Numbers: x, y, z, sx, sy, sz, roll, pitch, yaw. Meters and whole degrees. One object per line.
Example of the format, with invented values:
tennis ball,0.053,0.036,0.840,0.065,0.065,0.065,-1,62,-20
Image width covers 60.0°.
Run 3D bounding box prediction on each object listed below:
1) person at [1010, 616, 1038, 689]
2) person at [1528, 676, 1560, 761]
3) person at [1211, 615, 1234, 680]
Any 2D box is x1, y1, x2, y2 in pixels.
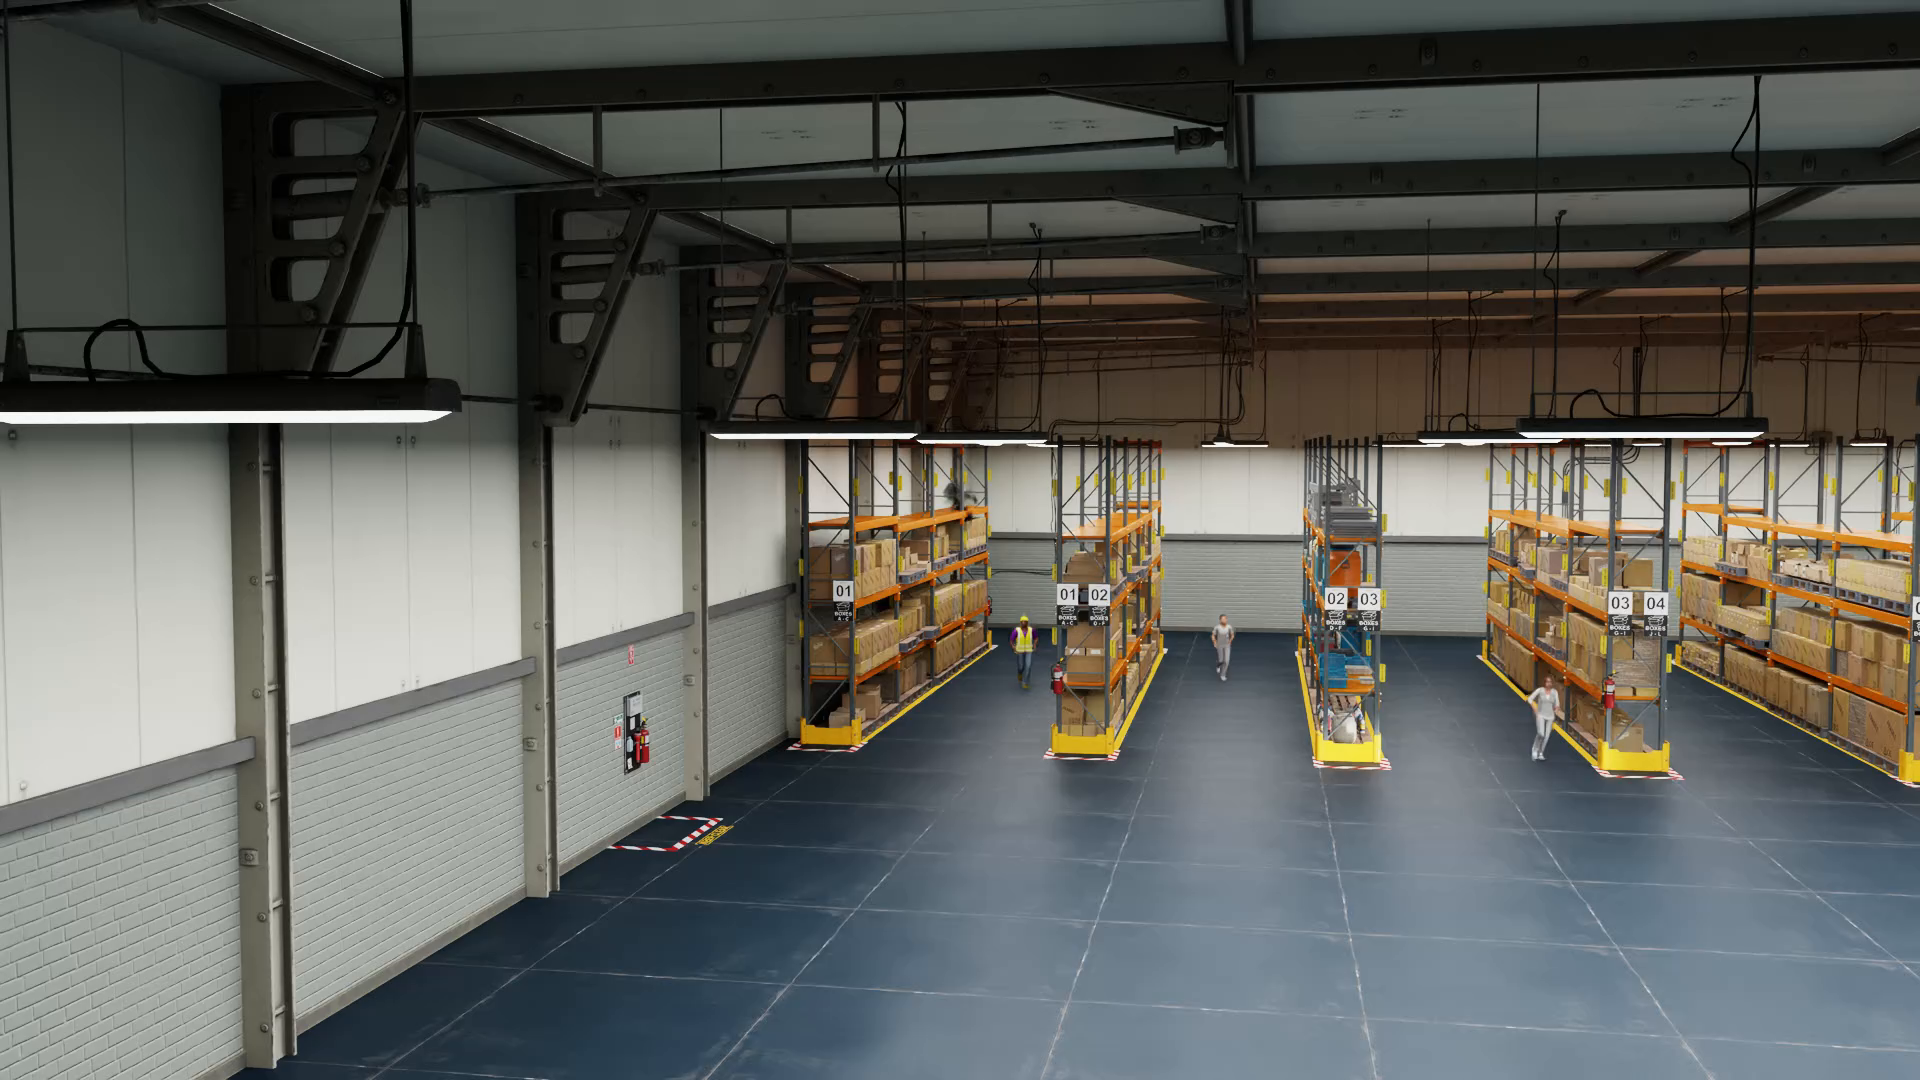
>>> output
person,1.554,2.697,40.049,0.699,1.738,0.758,0,3,-5
person,10.765,3.285,30.586,0.532,1.570,0.632,0,3,5
person,6.574,2.673,41.541,0.565,1.629,0.573,0,3,-1
